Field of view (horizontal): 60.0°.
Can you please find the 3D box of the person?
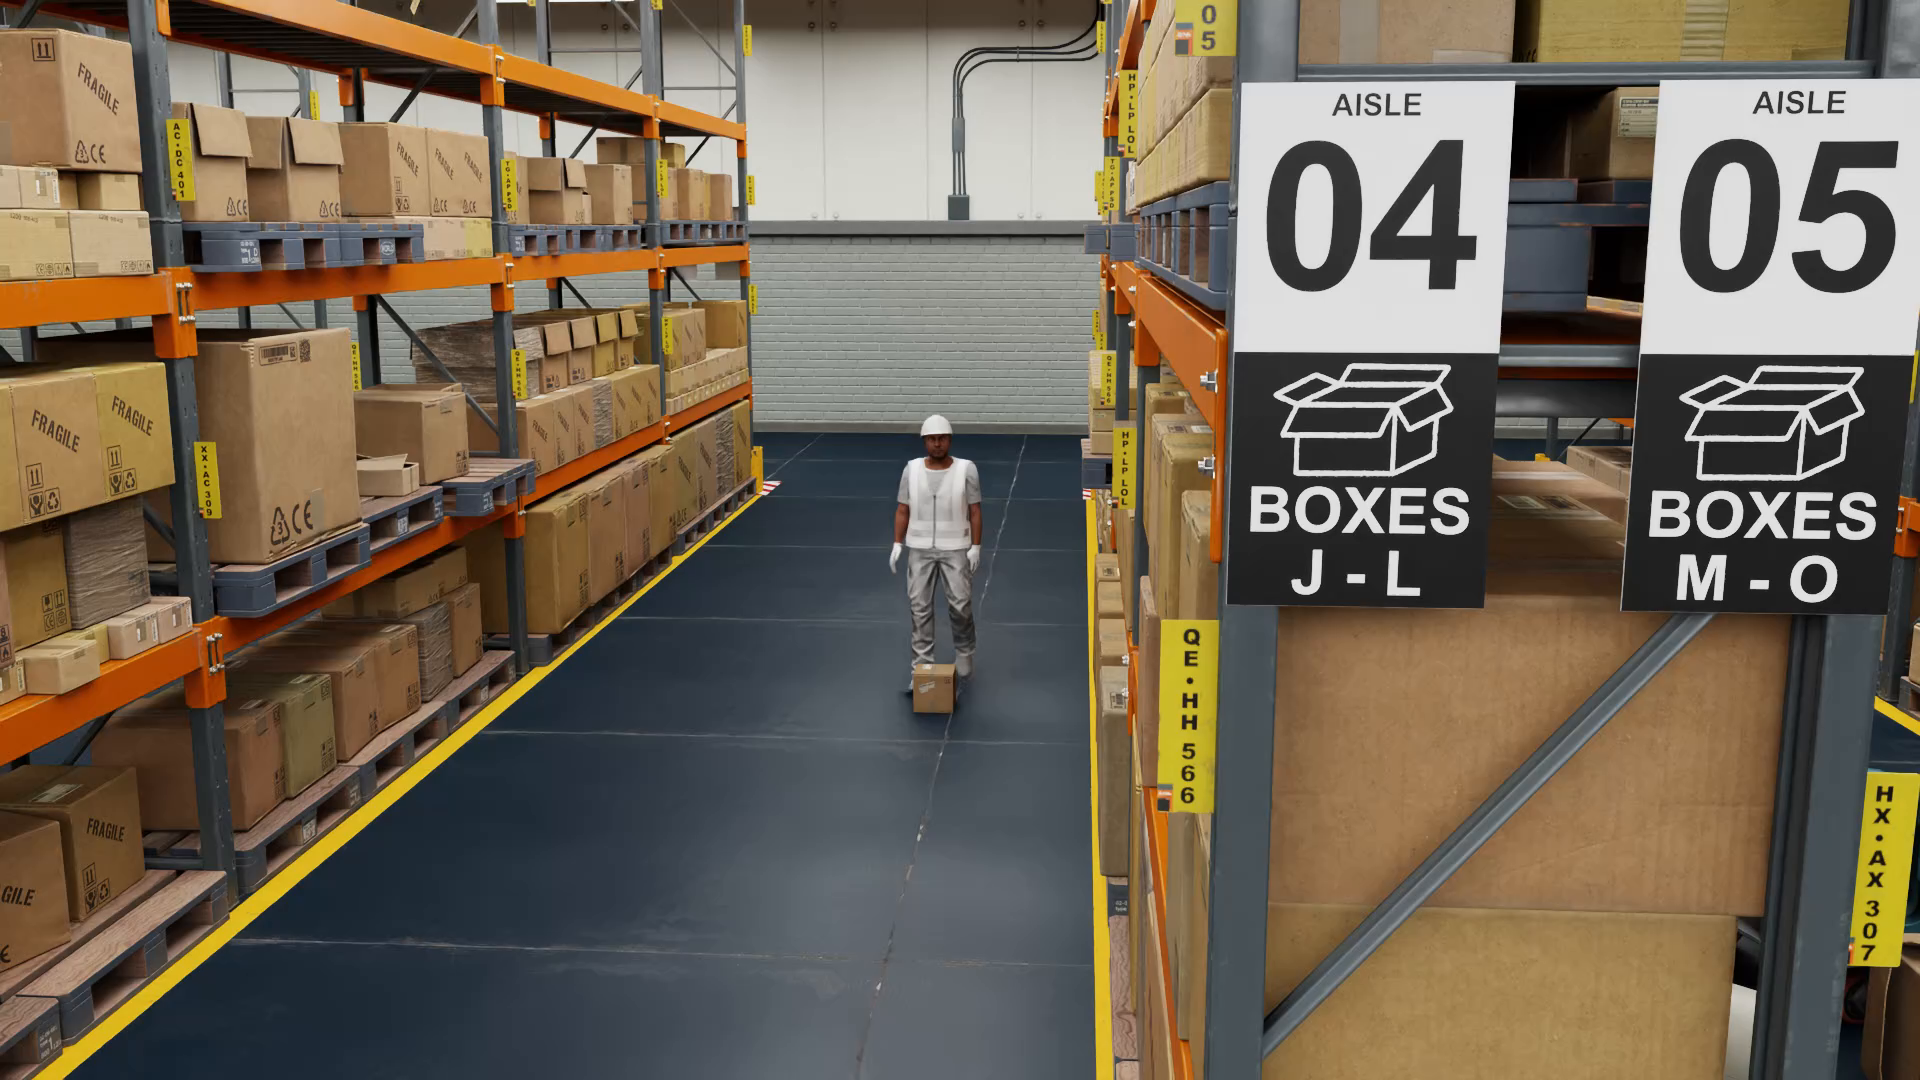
[{"bbox_3d":[-0.160,0.080,10.845,0.576,1.781,0.615,2,11,9],"label":"person"}]
